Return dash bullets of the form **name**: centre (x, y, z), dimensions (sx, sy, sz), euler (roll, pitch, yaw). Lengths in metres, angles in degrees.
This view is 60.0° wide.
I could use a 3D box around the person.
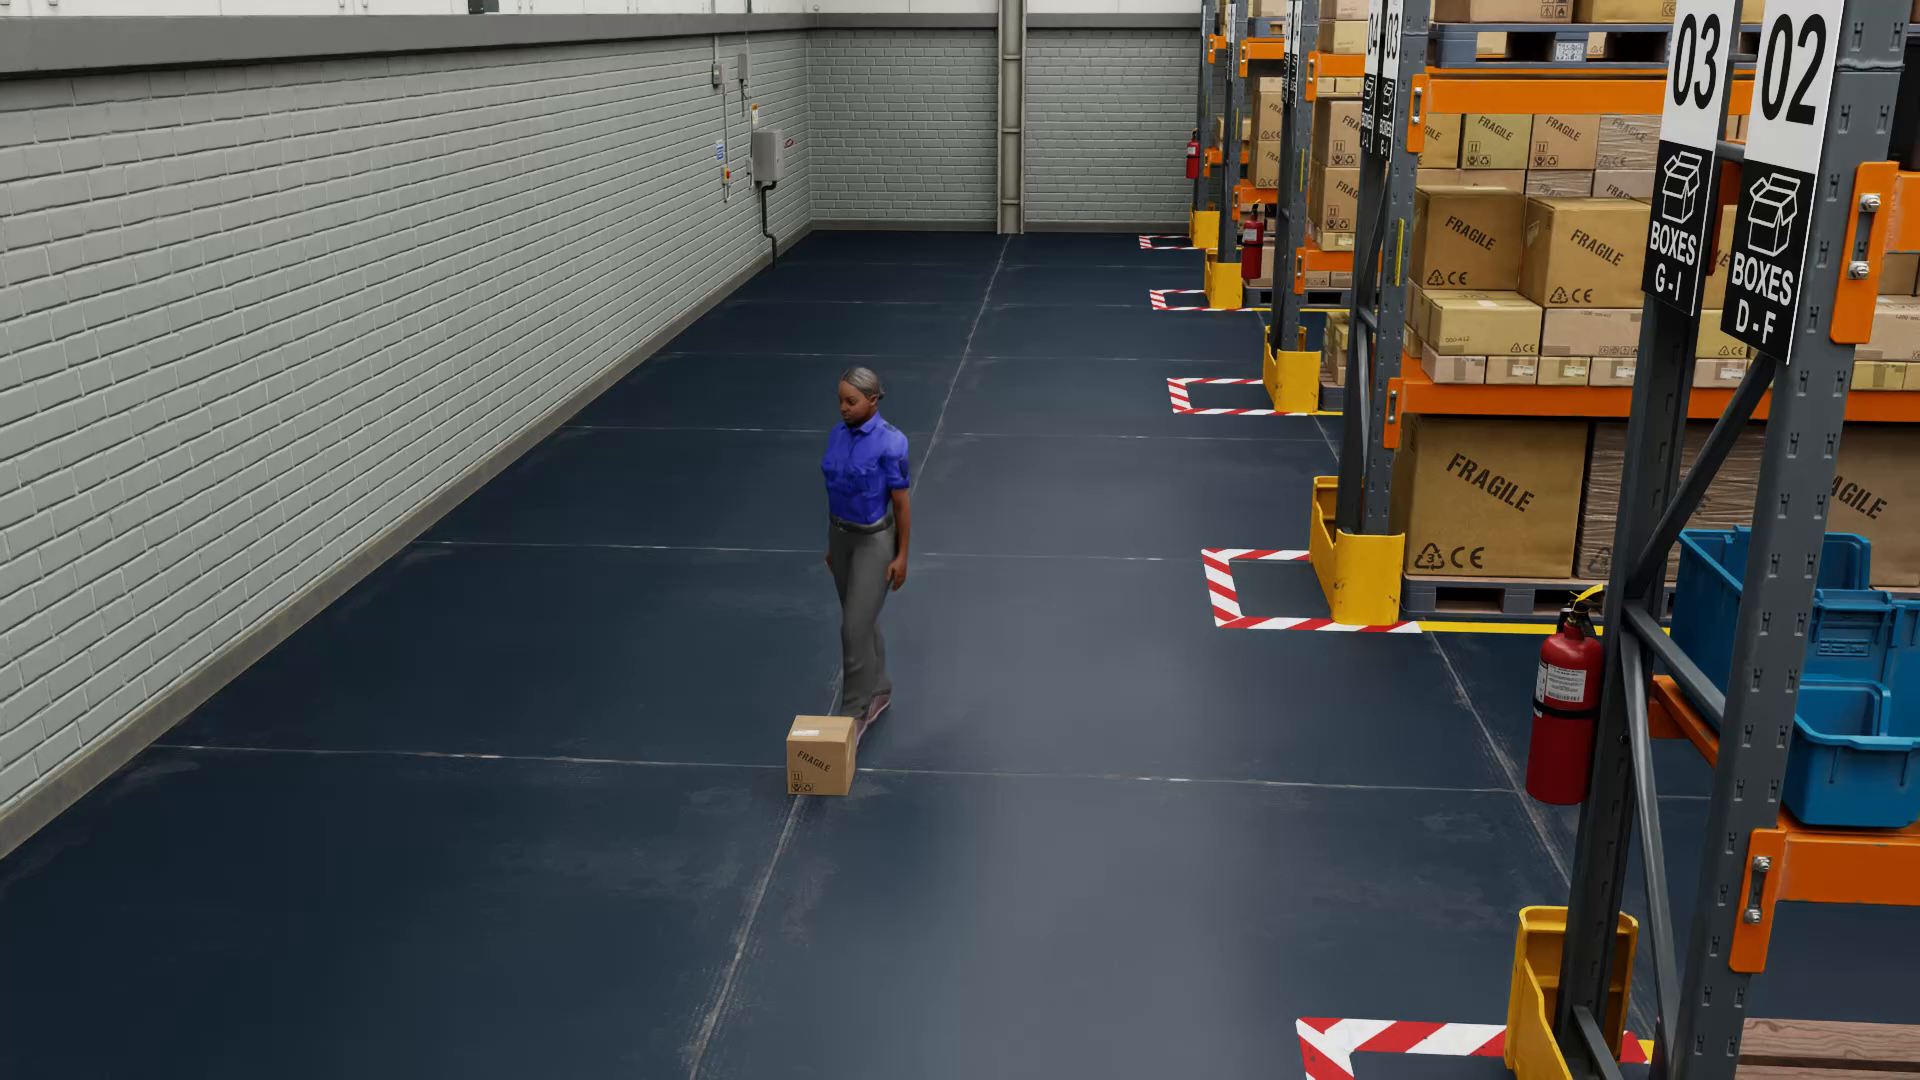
- **person**: centre (-0.502, 0.062, 7.334), dimensions (0.454, 1.660, 0.572), euler (15, 23, 40)
